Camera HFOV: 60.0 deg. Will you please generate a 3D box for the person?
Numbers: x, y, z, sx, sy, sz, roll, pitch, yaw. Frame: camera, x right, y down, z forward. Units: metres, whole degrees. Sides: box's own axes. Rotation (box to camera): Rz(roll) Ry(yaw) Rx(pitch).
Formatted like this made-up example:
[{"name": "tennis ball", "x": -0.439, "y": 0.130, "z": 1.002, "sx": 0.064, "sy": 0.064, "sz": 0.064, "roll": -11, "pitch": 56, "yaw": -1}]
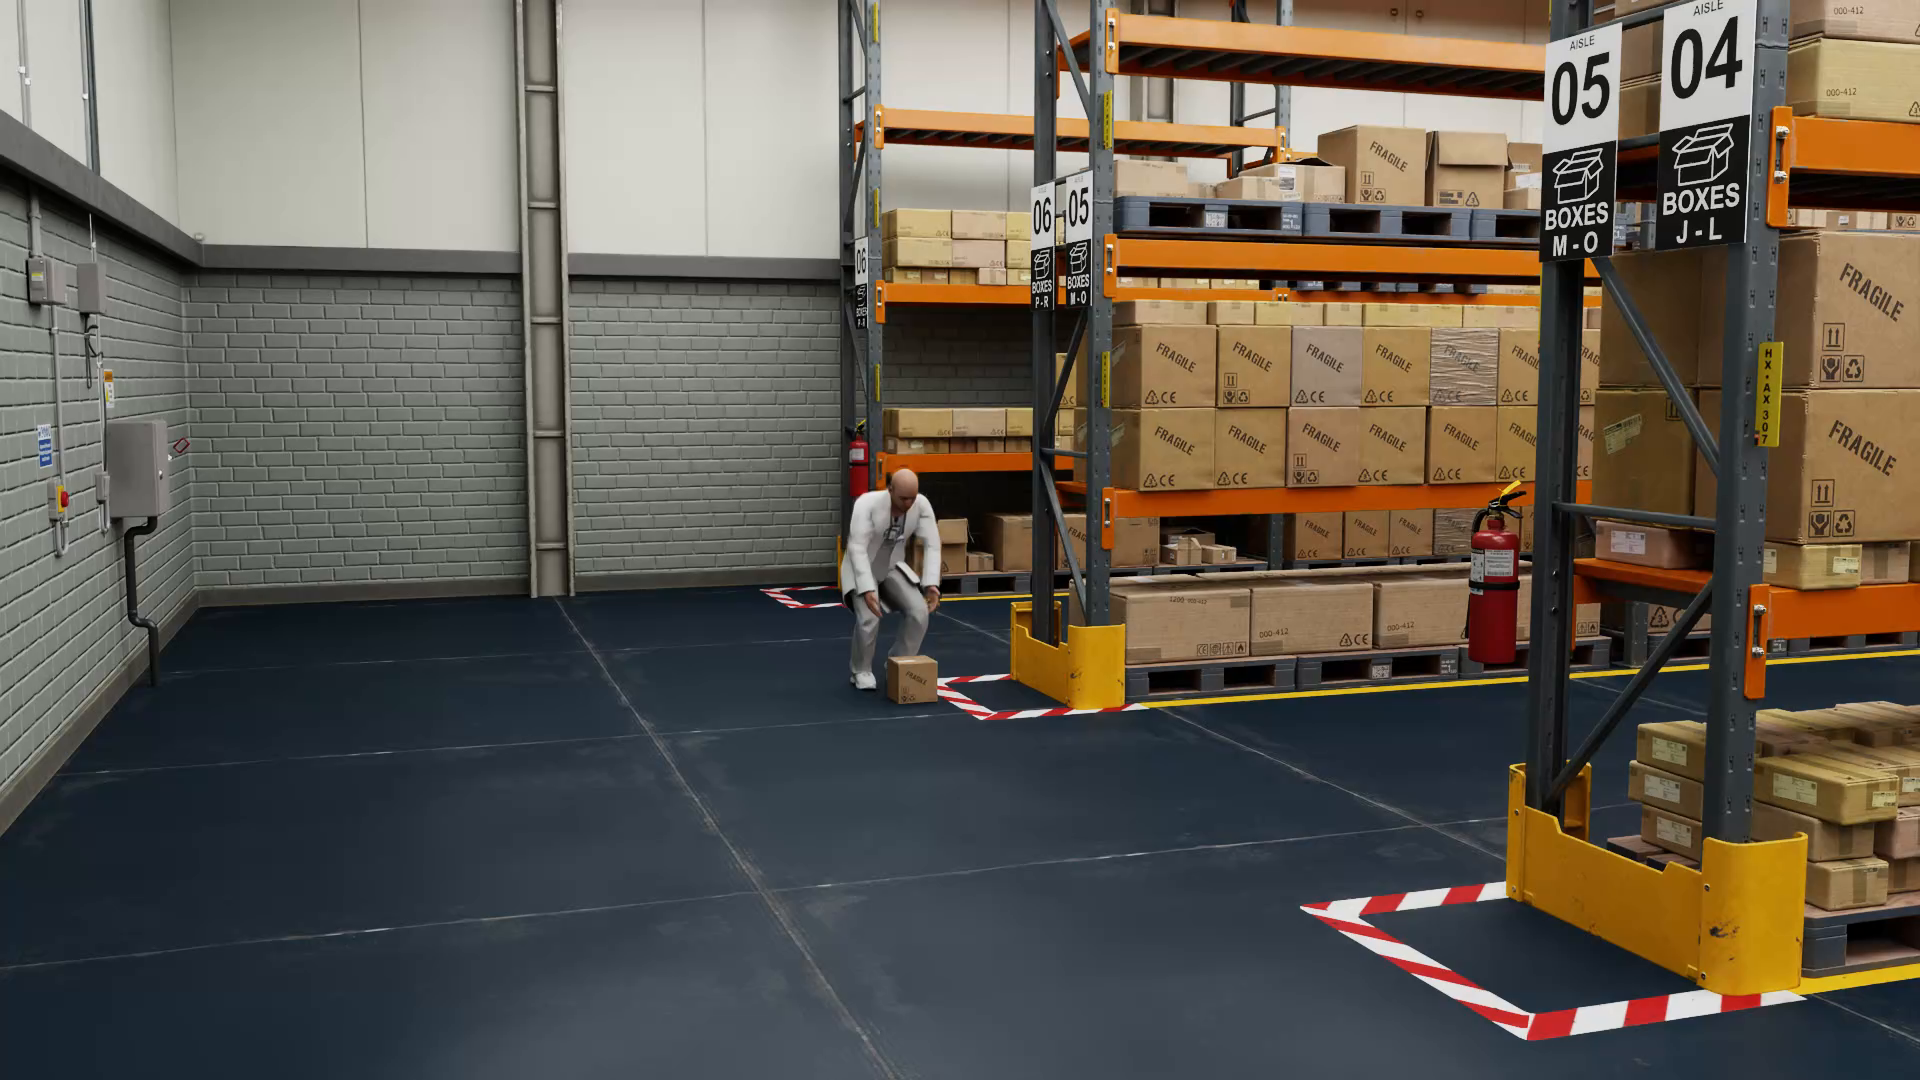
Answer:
[{"name": "person", "x": -0.452, "y": 0.237, "z": 10.681, "sx": 0.631, "sy": 1.423, "sz": 0.719, "roll": -2, "pitch": 6, "yaw": -22}]
